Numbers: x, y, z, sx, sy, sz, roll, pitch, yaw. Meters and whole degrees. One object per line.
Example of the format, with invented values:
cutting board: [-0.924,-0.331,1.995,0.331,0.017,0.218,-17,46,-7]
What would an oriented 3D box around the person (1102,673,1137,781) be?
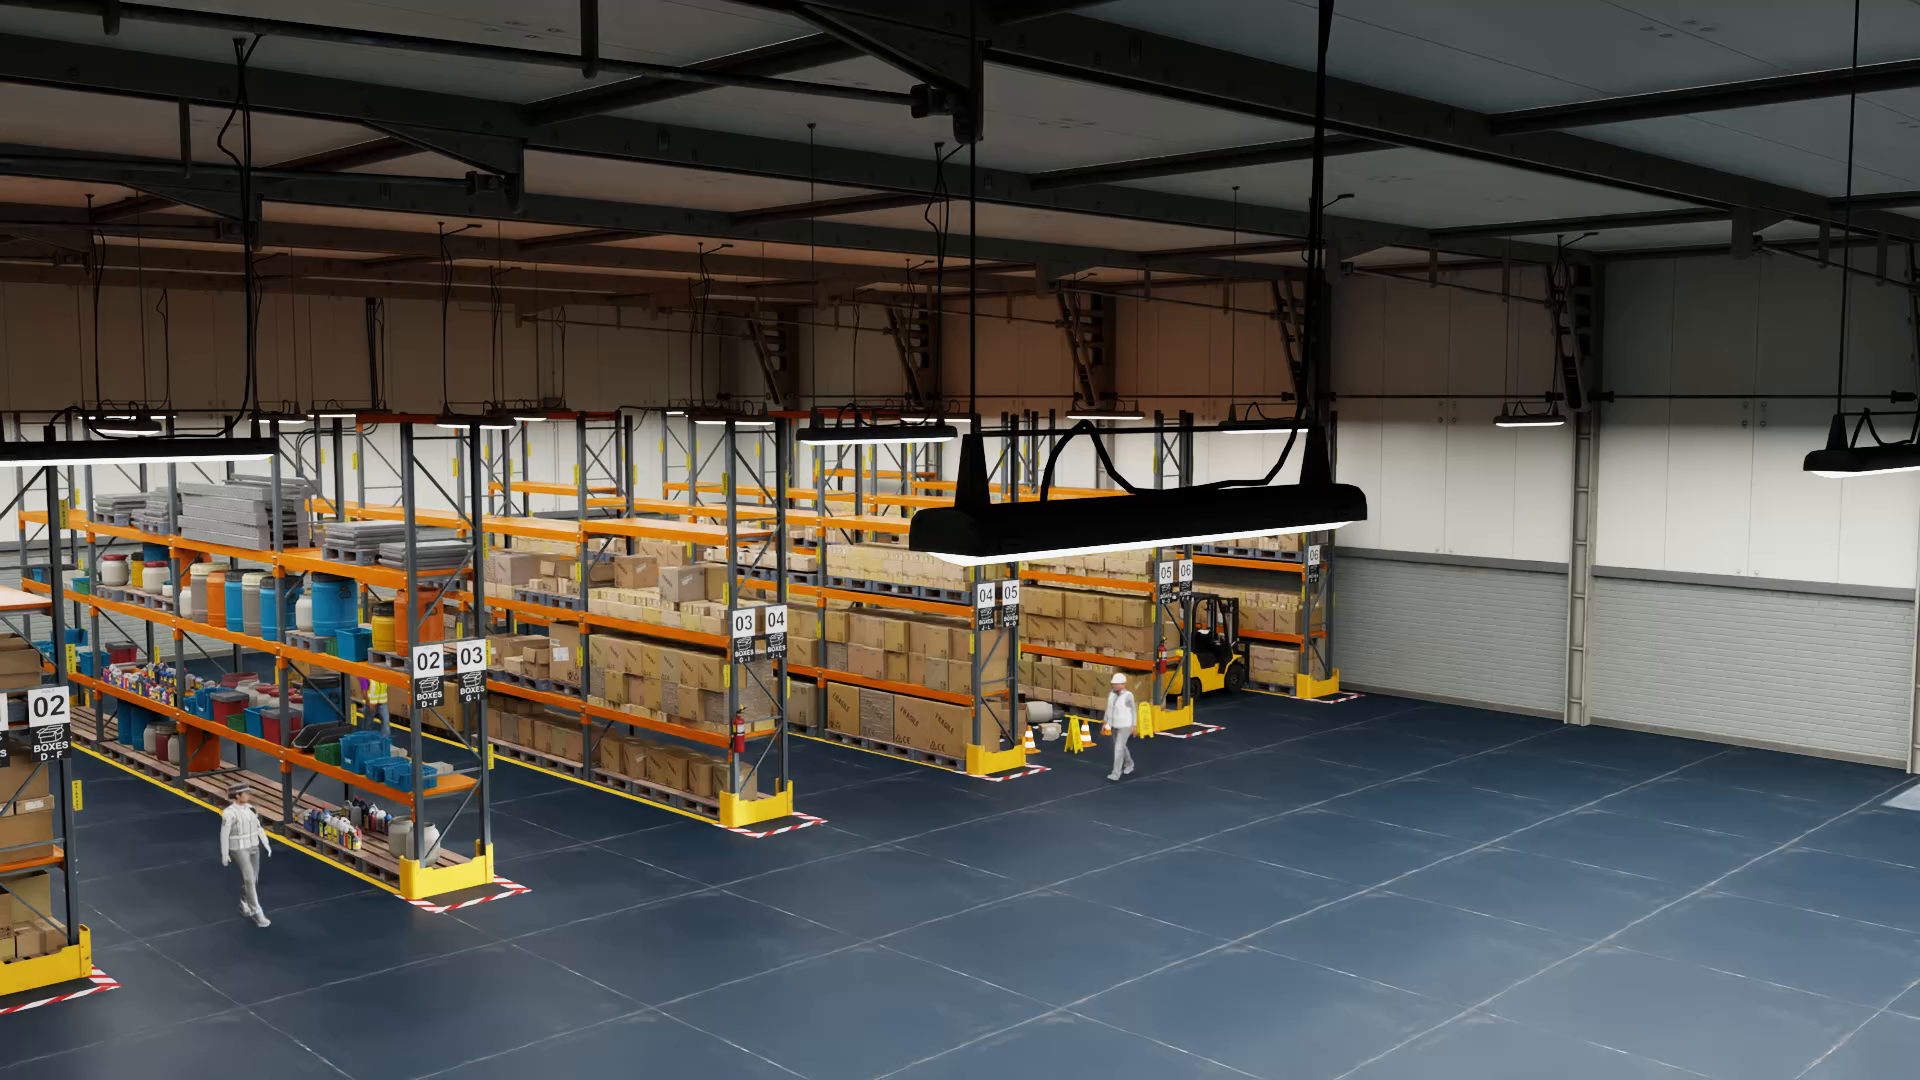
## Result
person: [2.630,3.076,27.561,0.869,1.757,0.541,-4,6,-38]

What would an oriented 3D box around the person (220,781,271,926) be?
person: [-8.555,3.768,20.091,0.733,1.671,0.494,2,5,23]

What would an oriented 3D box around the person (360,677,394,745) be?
person: [-10.379,2.895,29.527,0.537,1.704,1.077,-5,7,-42]
